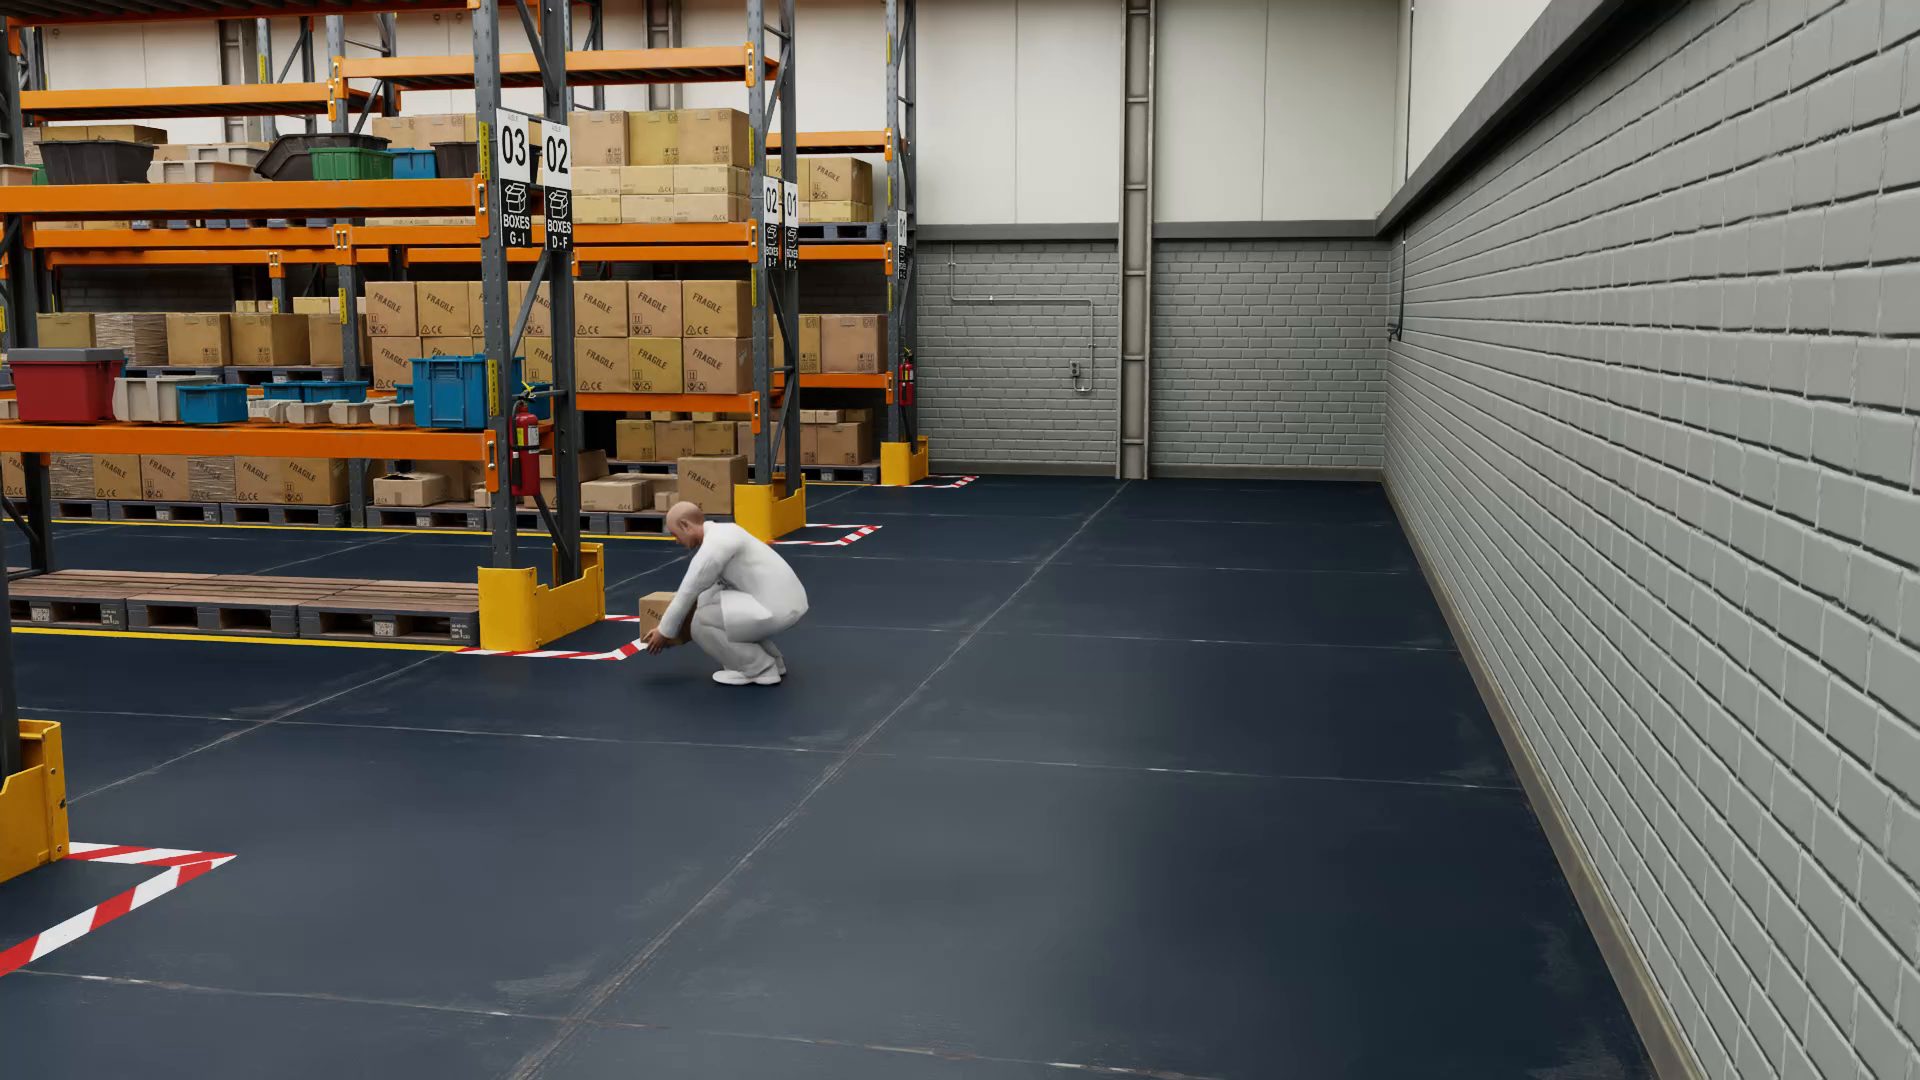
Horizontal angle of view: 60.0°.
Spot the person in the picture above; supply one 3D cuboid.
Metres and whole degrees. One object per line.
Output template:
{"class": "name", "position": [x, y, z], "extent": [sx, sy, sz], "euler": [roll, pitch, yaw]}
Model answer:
{"class": "person", "position": [-1.288, 0.280, 9.218], "extent": [0.896, 0.998, 0.595], "euler": [2, 8, 11]}
